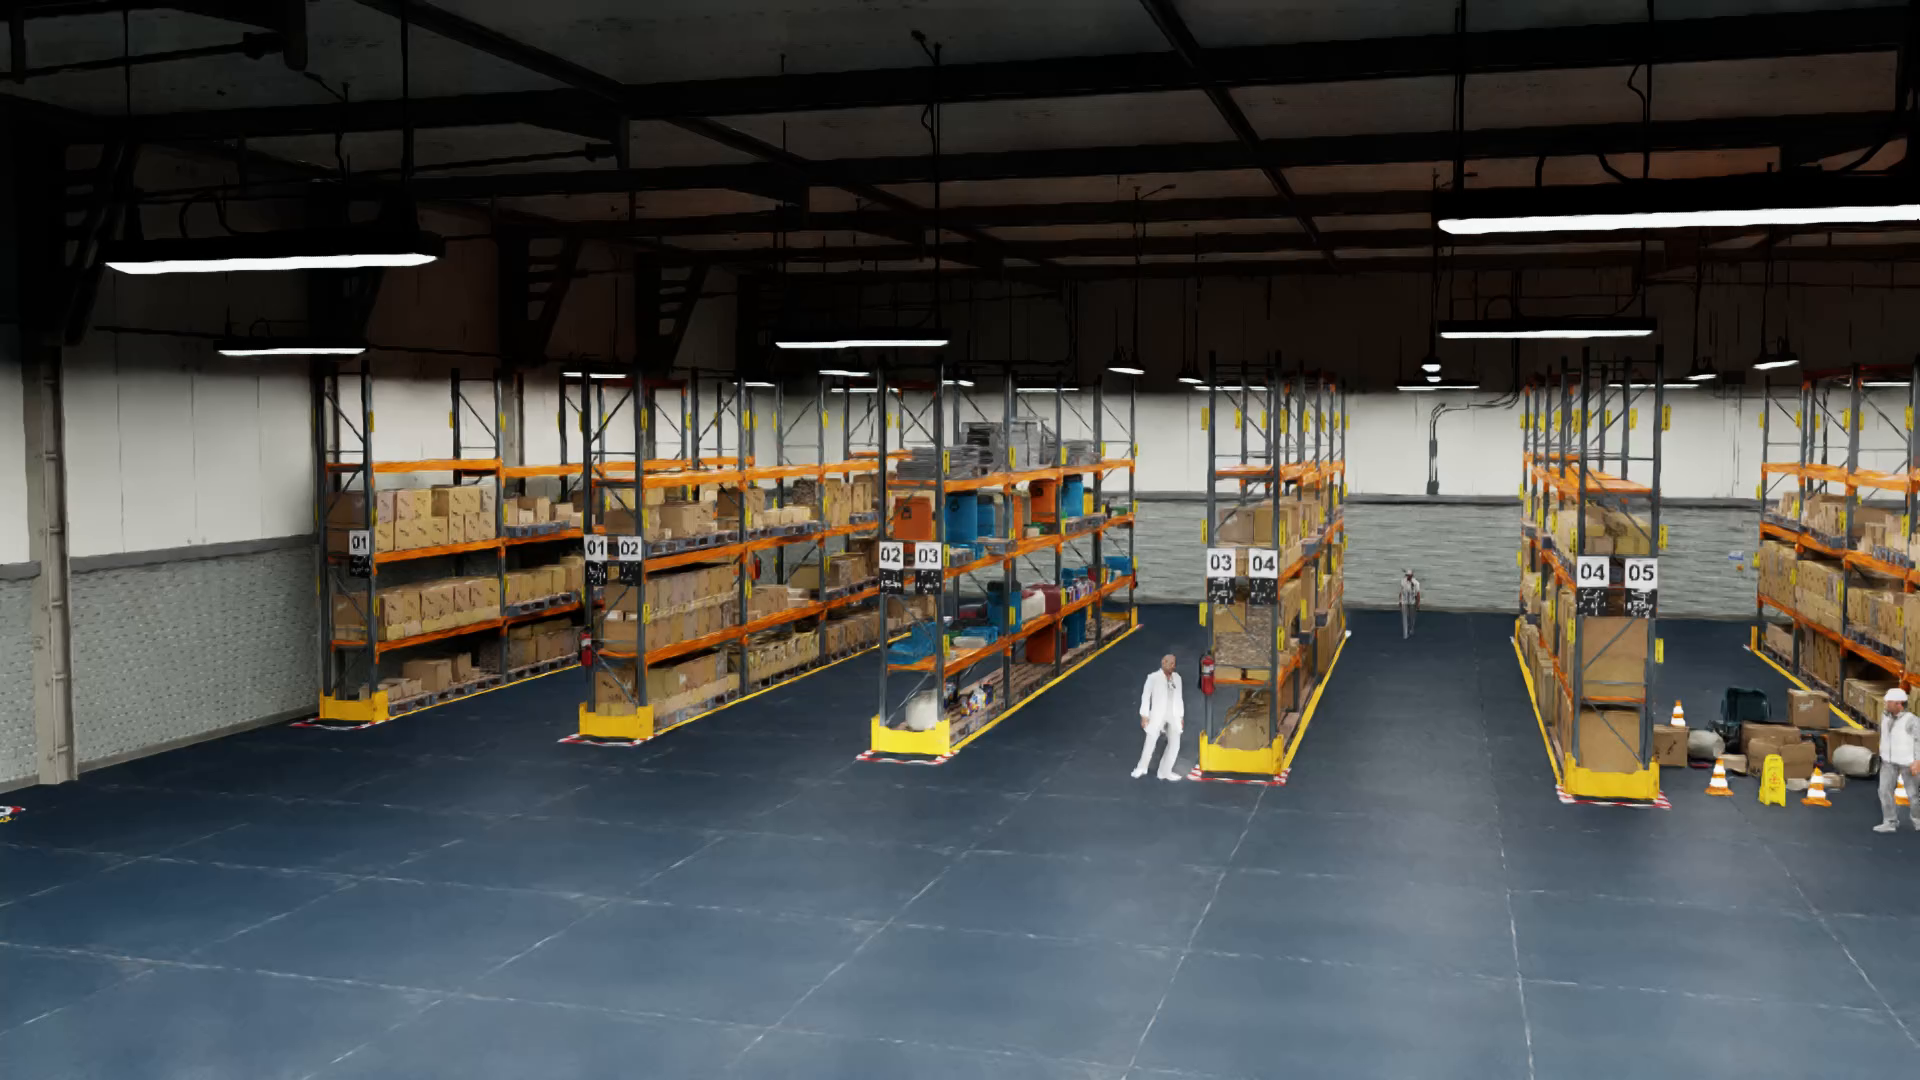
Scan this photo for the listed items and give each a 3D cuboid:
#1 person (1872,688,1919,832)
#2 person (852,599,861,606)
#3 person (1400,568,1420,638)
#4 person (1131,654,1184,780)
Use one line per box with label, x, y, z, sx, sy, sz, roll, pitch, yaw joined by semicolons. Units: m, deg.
person;11.480;2.680;20.280;0.589;1.765;0.560;-2;5;-26
person;-2.808;0.985;44.079;0.553;1.709;1.120;1;4;19
person;10.386;1.440;38.392;0.461;1.626;0.999;1;4;15
person;2.774;2.455;23.299;0.745;1.733;0.566;-1;4;-18
